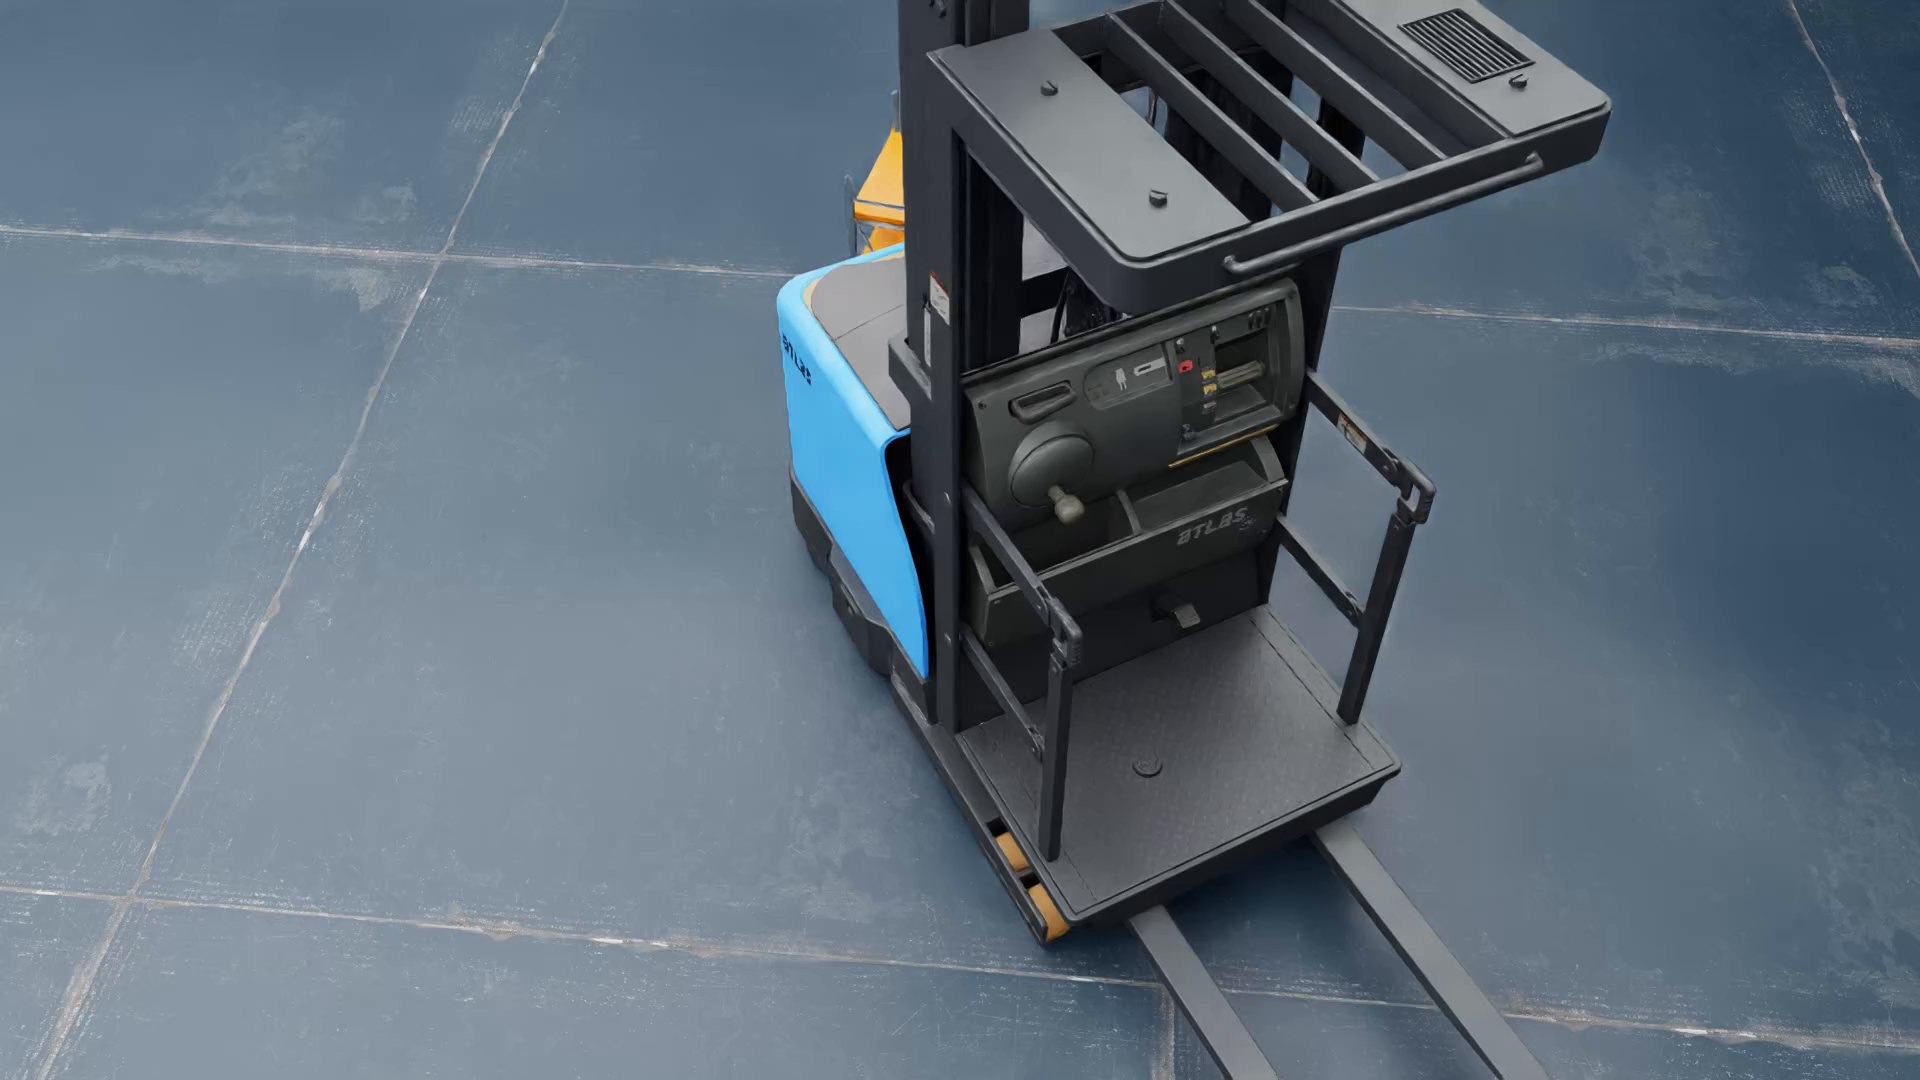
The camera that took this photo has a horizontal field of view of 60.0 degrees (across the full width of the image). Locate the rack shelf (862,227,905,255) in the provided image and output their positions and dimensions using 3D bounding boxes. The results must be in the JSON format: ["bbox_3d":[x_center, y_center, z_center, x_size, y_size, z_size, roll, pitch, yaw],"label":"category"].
[{"bbox_3d":[-0.173,-0.978,5.619,0.258,0.148,0.480,12,49,10],"label":"rack shelf"}]

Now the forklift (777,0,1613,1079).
[{"bbox_3d":[0.554,-0.241,3.984,1.130,2.935,3.031,-21,51,-18],"label":"forklift"}]

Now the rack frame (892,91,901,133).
[{"bbox_3d":[-0.108,-1.045,5.893,0.240,1.200,0.015,12,49,10],"label":"rack frame"}]

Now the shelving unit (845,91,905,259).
[{"bbox_3d":[-0.173,-0.872,5.734,0.258,1.200,0.503,12,49,10],"label":"shelving unit"}]

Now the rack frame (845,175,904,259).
[{"bbox_3d":[-0.238,-0.698,5.576,0.240,1.200,0.015,12,49,10],"label":"rack frame"}]

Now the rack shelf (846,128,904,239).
[{"bbox_3d":[-0.173,-1.137,5.444,0.258,0.148,0.480,12,49,10],"label":"rack shelf"}]
